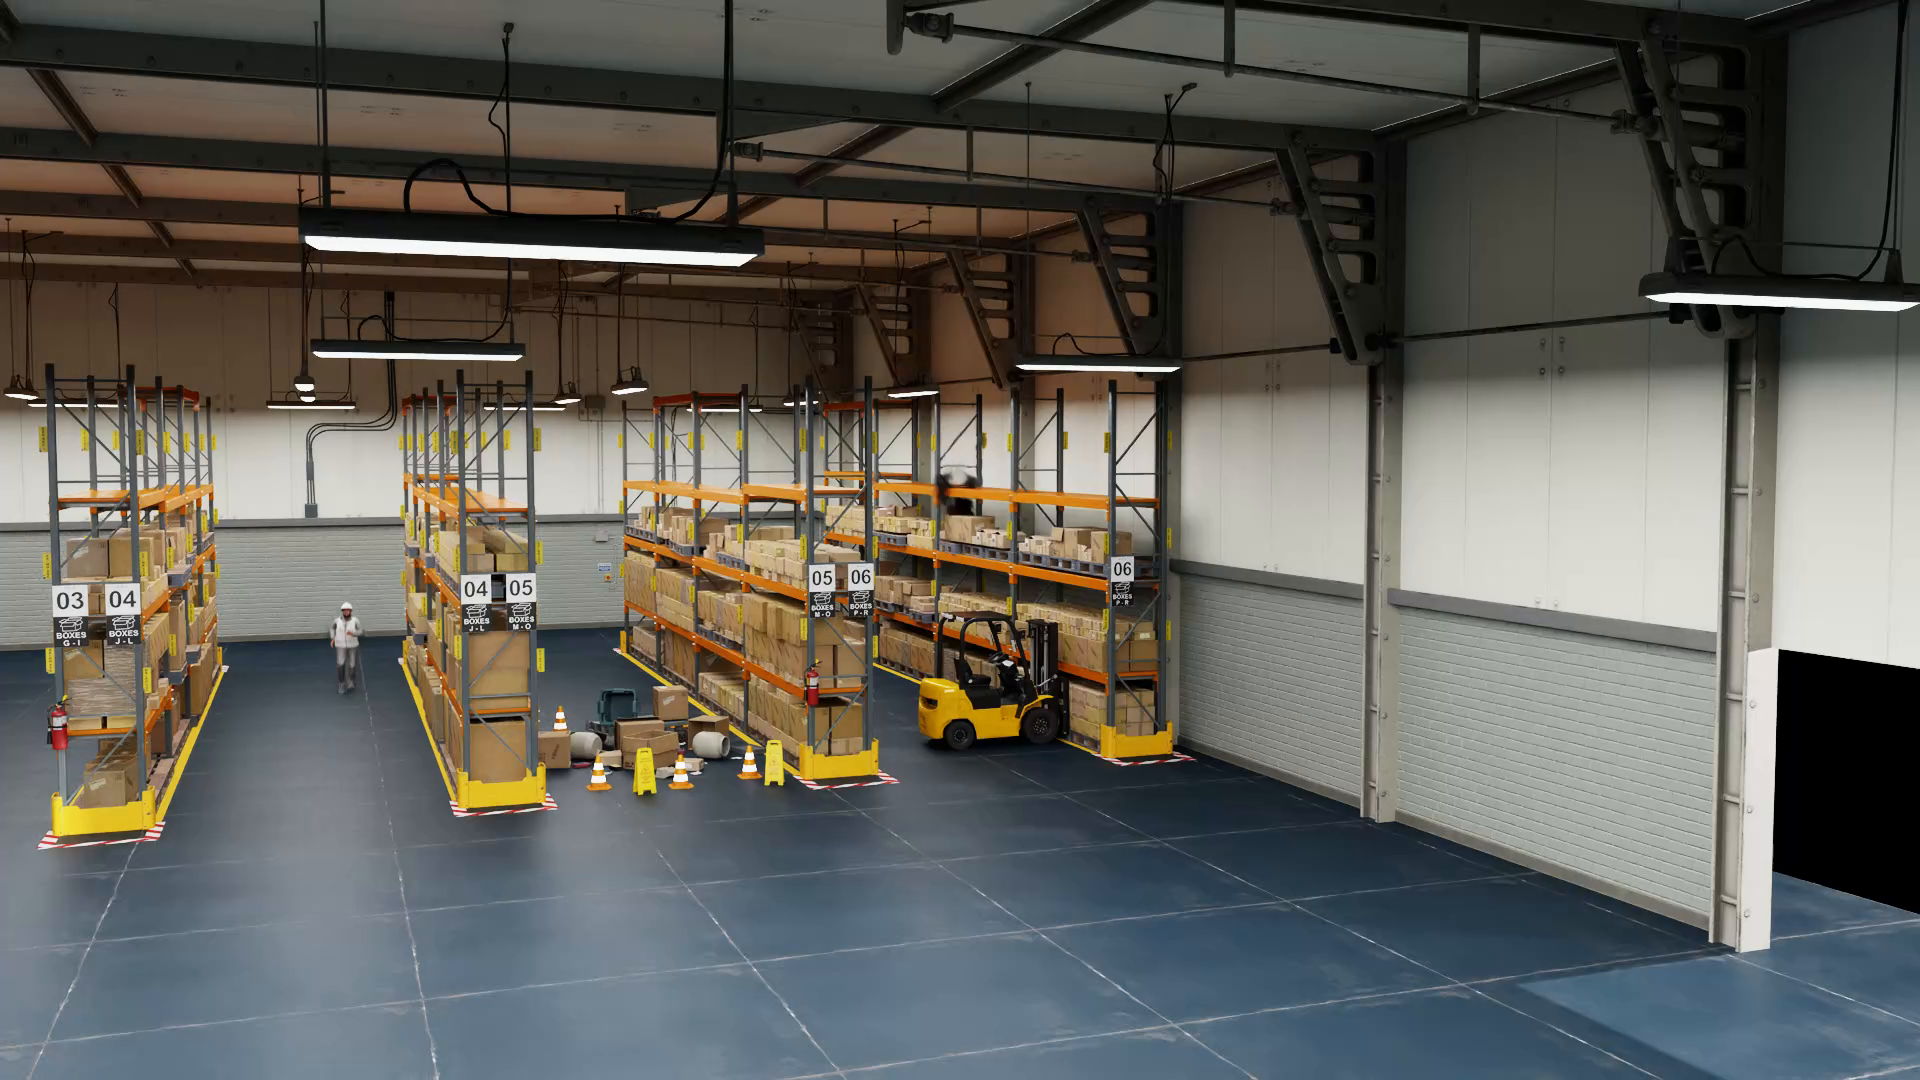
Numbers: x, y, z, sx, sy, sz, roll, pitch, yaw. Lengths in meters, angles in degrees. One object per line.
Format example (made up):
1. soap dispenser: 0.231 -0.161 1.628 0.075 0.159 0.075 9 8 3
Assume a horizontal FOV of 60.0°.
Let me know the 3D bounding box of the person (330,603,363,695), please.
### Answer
1. person: -12.293 2.173 33.332 0.625 1.831 0.758 -1 4 -20
